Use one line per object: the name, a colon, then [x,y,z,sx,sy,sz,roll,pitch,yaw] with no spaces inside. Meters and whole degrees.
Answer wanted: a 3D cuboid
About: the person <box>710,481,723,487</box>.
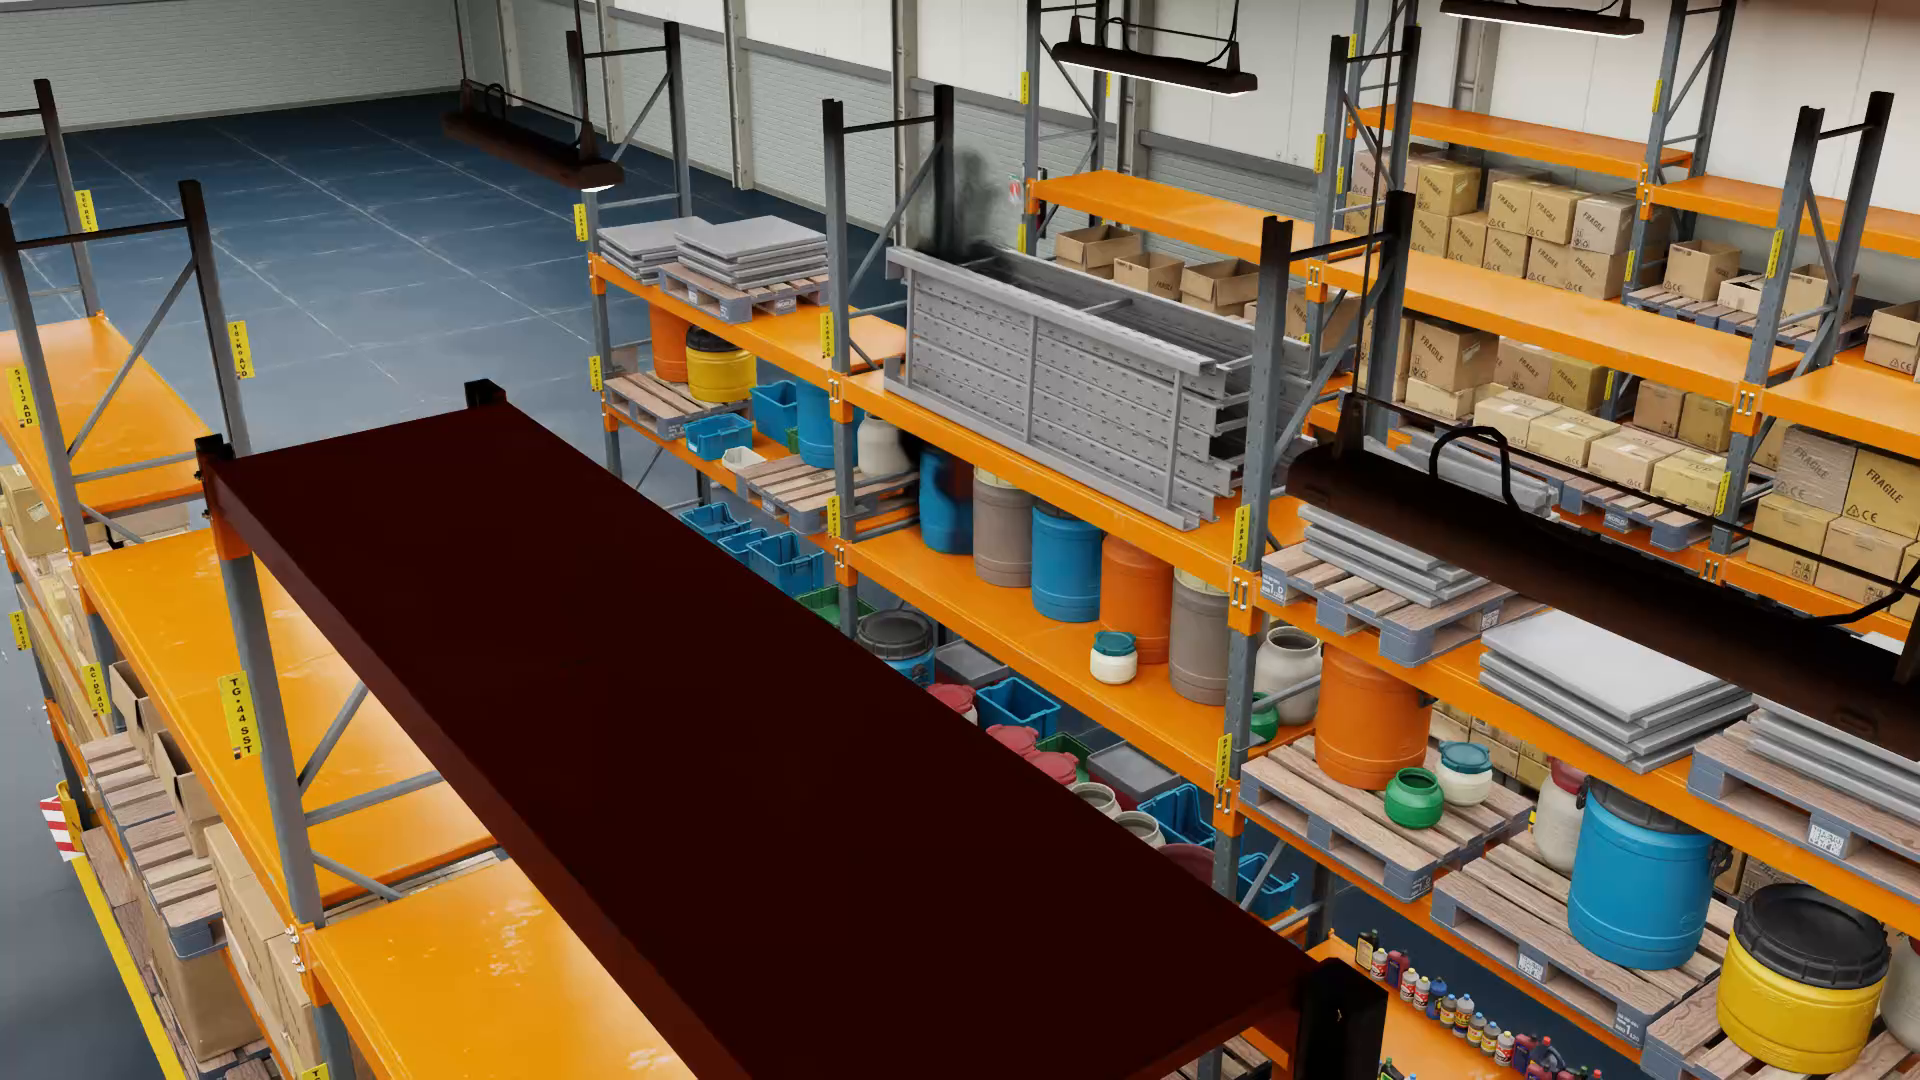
person: [-2.698,-1.425,20.176,0.811,1.675,0.585,-7,26,-14]
